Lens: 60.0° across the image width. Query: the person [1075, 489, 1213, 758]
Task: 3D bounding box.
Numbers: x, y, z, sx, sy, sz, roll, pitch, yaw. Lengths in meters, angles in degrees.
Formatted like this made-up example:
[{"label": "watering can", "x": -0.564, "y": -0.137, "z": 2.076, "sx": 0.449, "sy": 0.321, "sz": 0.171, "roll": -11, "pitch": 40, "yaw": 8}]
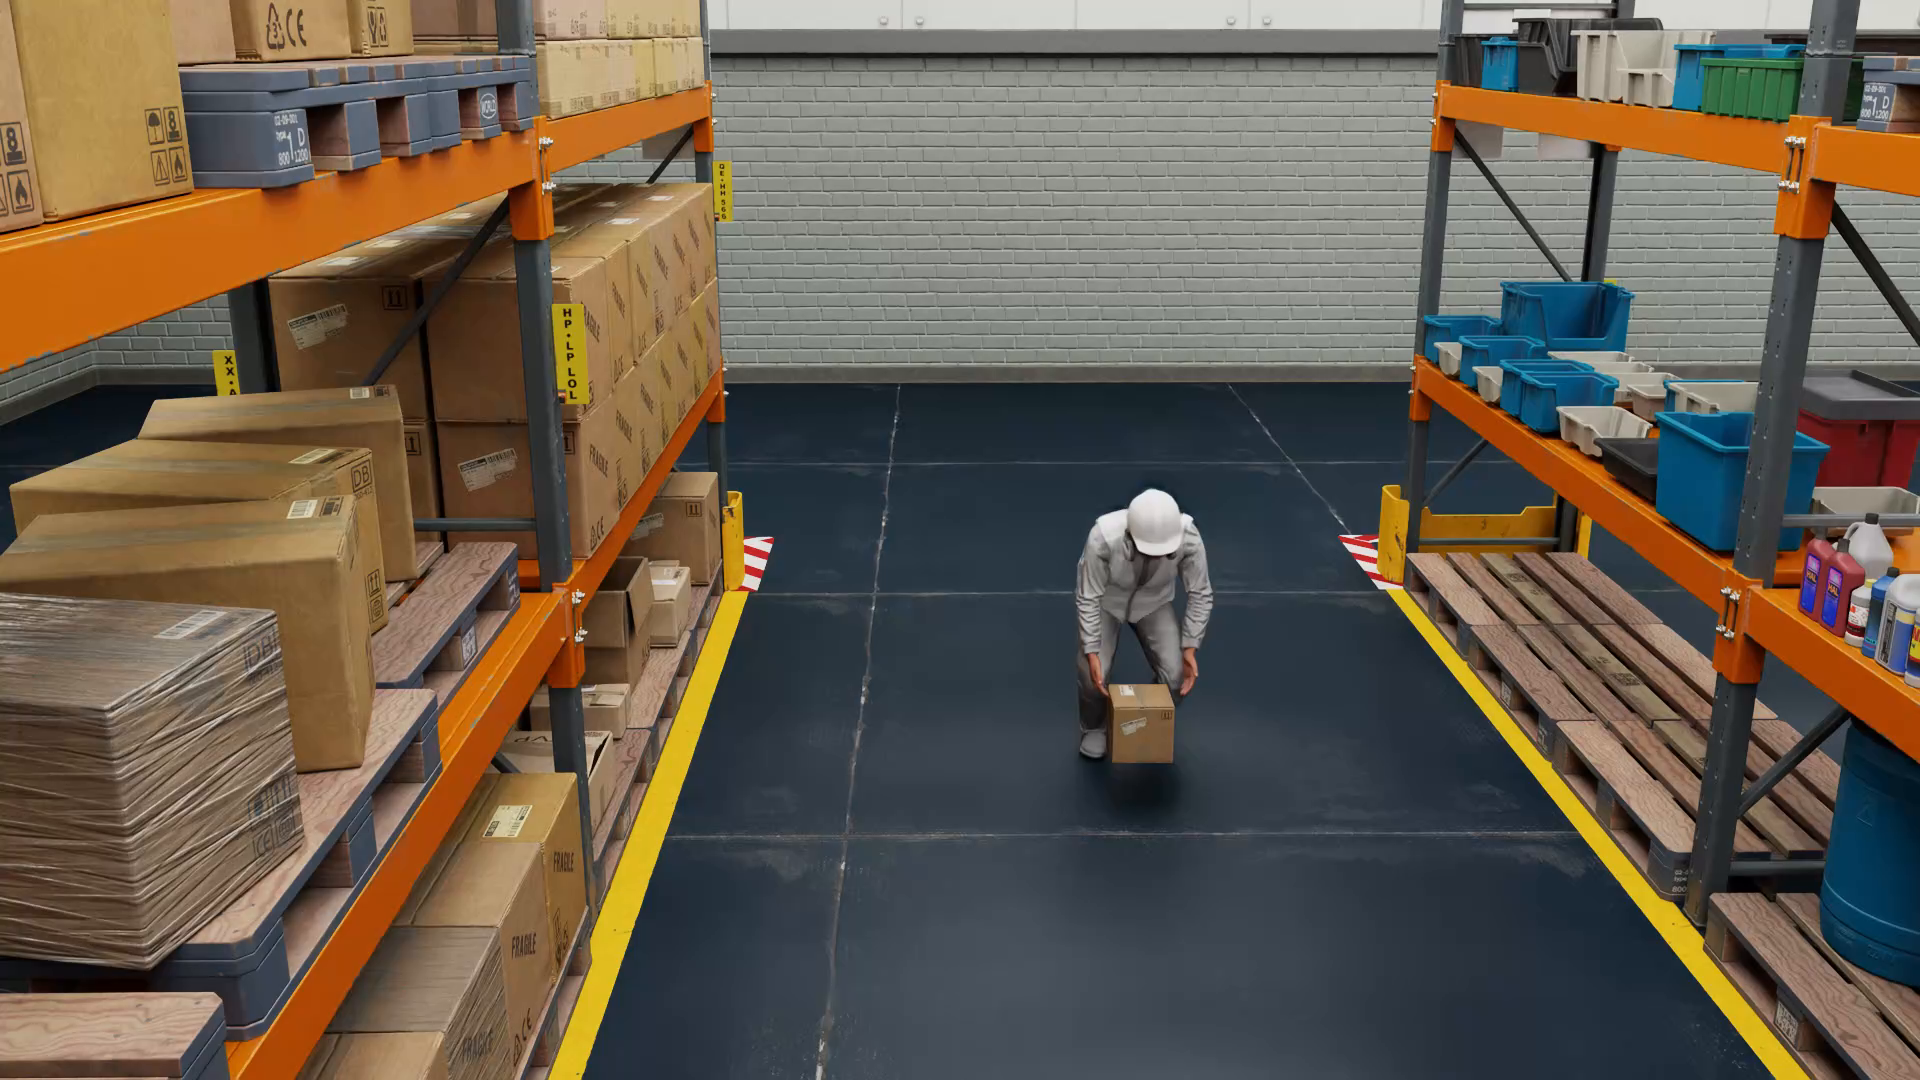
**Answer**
[{"label": "person", "x": 0.781, "y": 0.339, "z": 7.199, "sx": 0.586, "sy": 1.304, "sz": 0.805, "roll": 0, "pitch": 17, "yaw": -1}]
